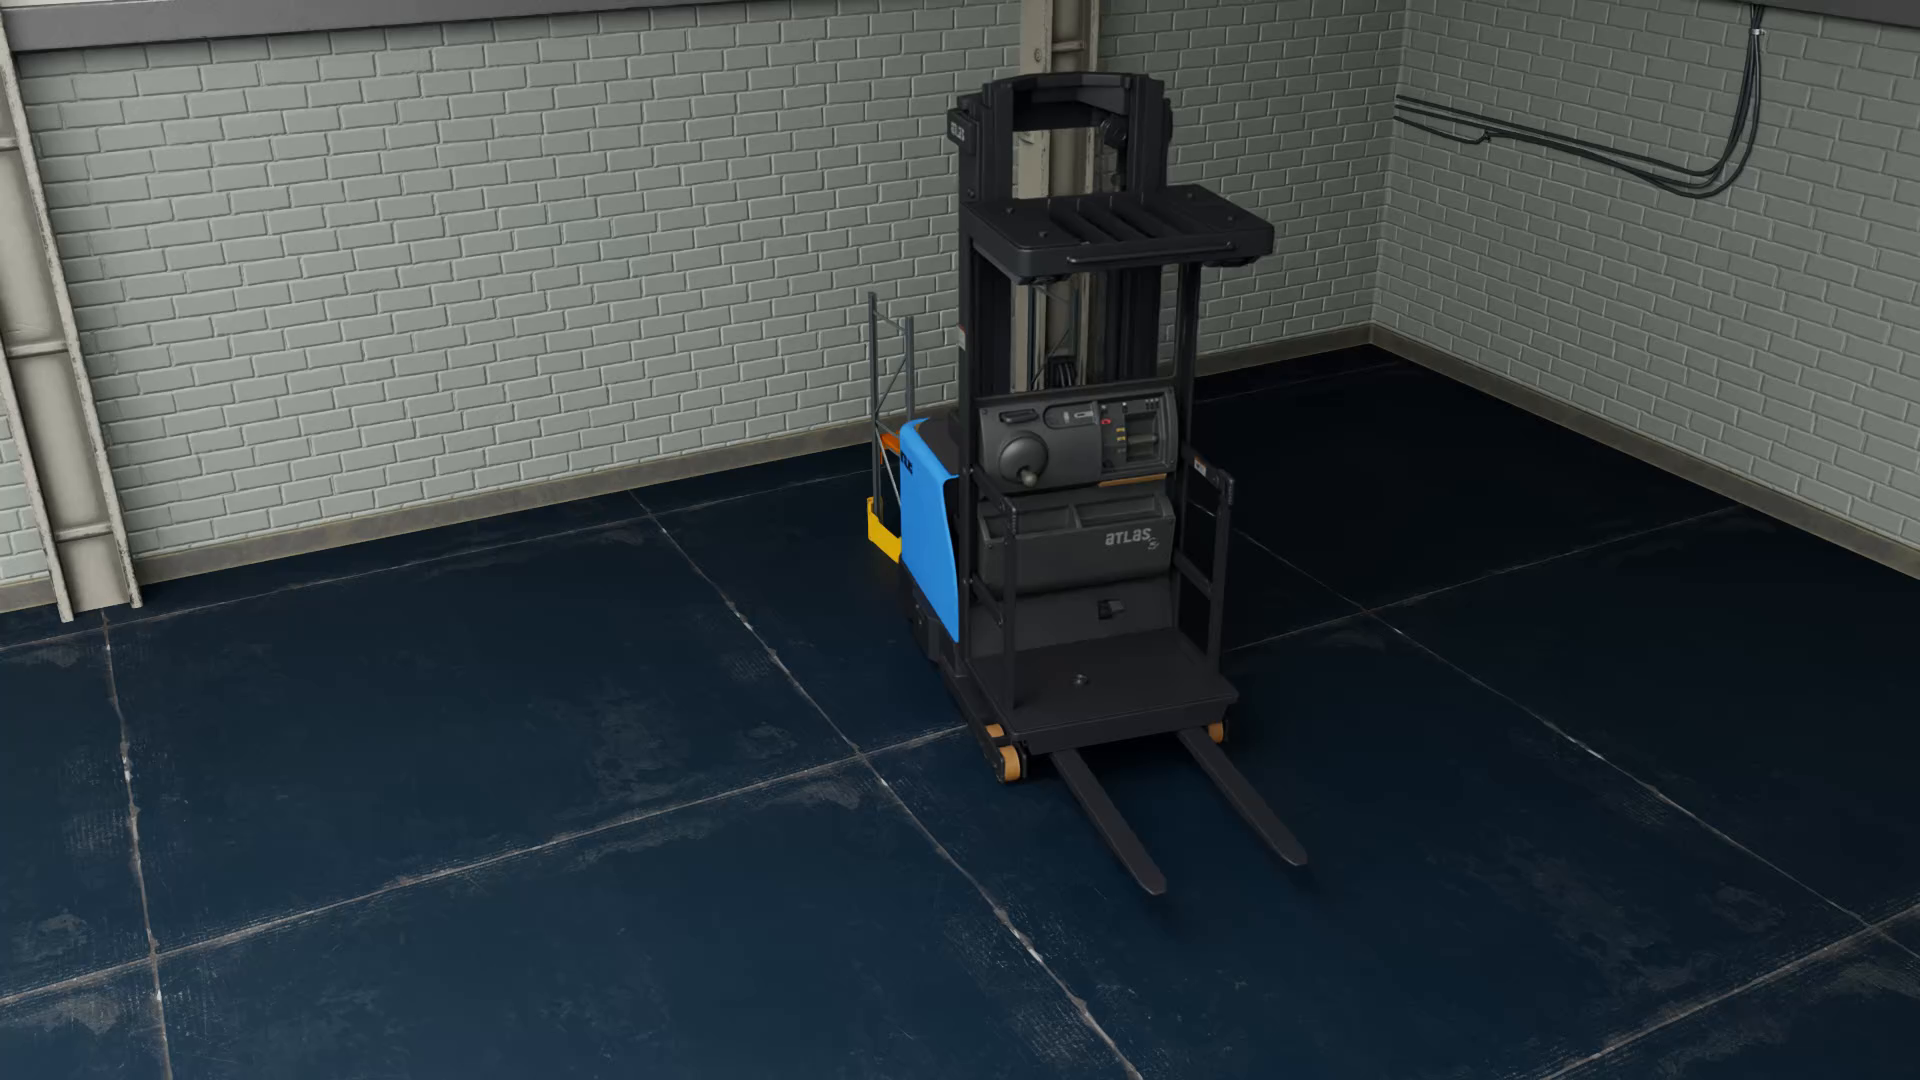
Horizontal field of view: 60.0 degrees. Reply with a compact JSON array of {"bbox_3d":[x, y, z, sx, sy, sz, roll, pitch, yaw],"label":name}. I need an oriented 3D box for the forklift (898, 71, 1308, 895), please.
[{"bbox_3d":[0.603,-0.426,7.250,1.130,2.935,3.031,-8,27,-16],"label":"forklift"}]

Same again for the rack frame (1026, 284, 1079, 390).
[{"bbox_3d":[0.524,-0.797,9.677,0.032,1.500,0.500,-13,29,-25],"label":"rack frame"}]

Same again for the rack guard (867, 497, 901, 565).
[{"bbox_3d":[-0.372,-0.027,9.517,0.087,0.250,0.587,-13,29,-25],"label":"rack guard"}]

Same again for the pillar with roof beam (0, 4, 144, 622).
[{"bbox_3d":[-2.642,-2.072,3.670,0.400,9.000,9.100,-13,29,-25],"label":"pillar with roof beam"}]

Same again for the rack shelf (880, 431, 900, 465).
[{"bbox_3d":[0.075,-0.531,9.539,1.000,0.185,0.538,-13,29,-25],"label":"rack shelf"}]

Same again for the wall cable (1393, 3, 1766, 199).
[{"bbox_3d":[3.848,-3.634,10.509,0.112,2.526,3.097,-13,29,-25],"label":"wall cable"}]

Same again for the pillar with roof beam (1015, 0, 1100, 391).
[{"bbox_3d":[2.652,-3.295,6.215,0.400,9.000,9.100,-13,29,-25],"label":"pillar with roof beam"}]

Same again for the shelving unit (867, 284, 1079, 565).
[{"bbox_3d":[0.067,-0.692,9.458,1.083,1.500,0.587,-13,29,-25],"label":"shelving unit"}]

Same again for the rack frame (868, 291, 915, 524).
[{"bbox_3d":[-0.373,-0.590,9.246,0.032,1.500,0.500,-13,29,-25],"label":"rack frame"}]
